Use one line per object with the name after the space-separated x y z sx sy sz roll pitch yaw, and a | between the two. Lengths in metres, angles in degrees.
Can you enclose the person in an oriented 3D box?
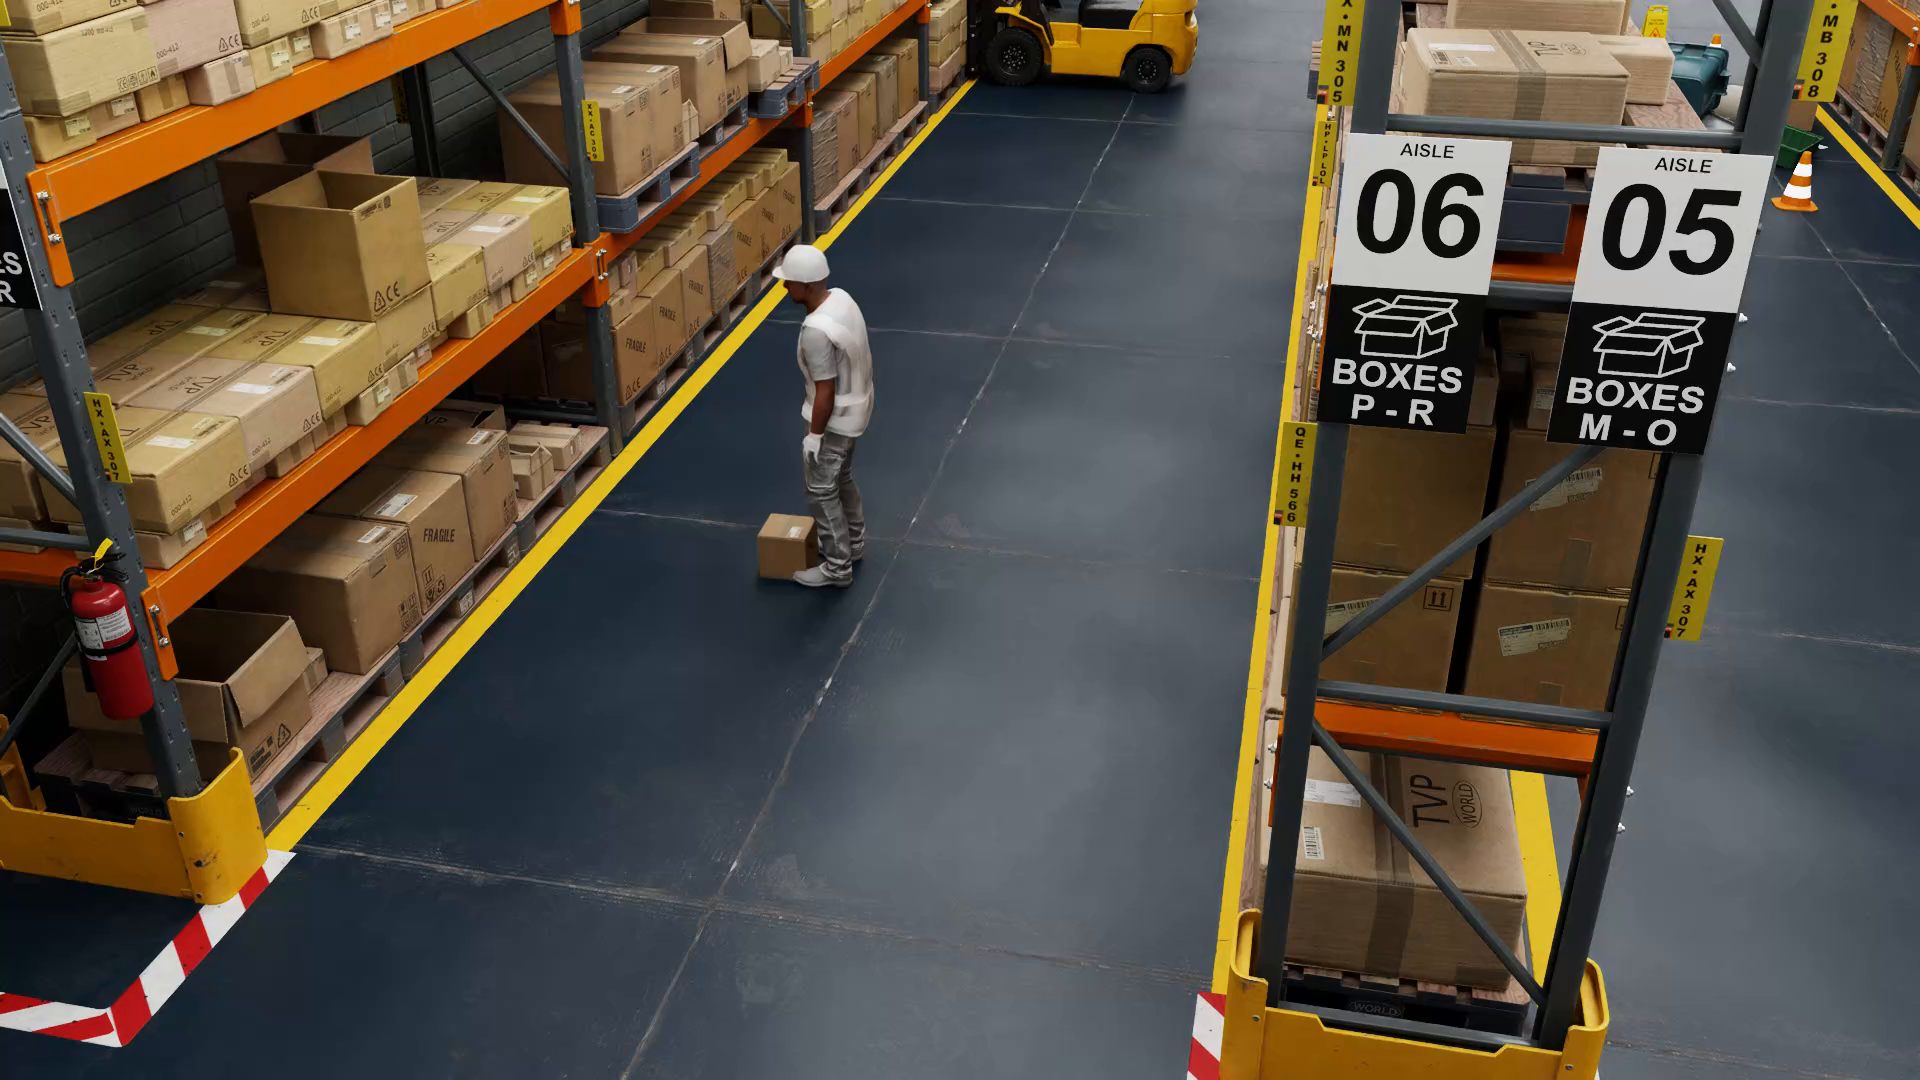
-0.660 -0.610 8.237 0.452 1.772 0.615 5 29 8 | person
